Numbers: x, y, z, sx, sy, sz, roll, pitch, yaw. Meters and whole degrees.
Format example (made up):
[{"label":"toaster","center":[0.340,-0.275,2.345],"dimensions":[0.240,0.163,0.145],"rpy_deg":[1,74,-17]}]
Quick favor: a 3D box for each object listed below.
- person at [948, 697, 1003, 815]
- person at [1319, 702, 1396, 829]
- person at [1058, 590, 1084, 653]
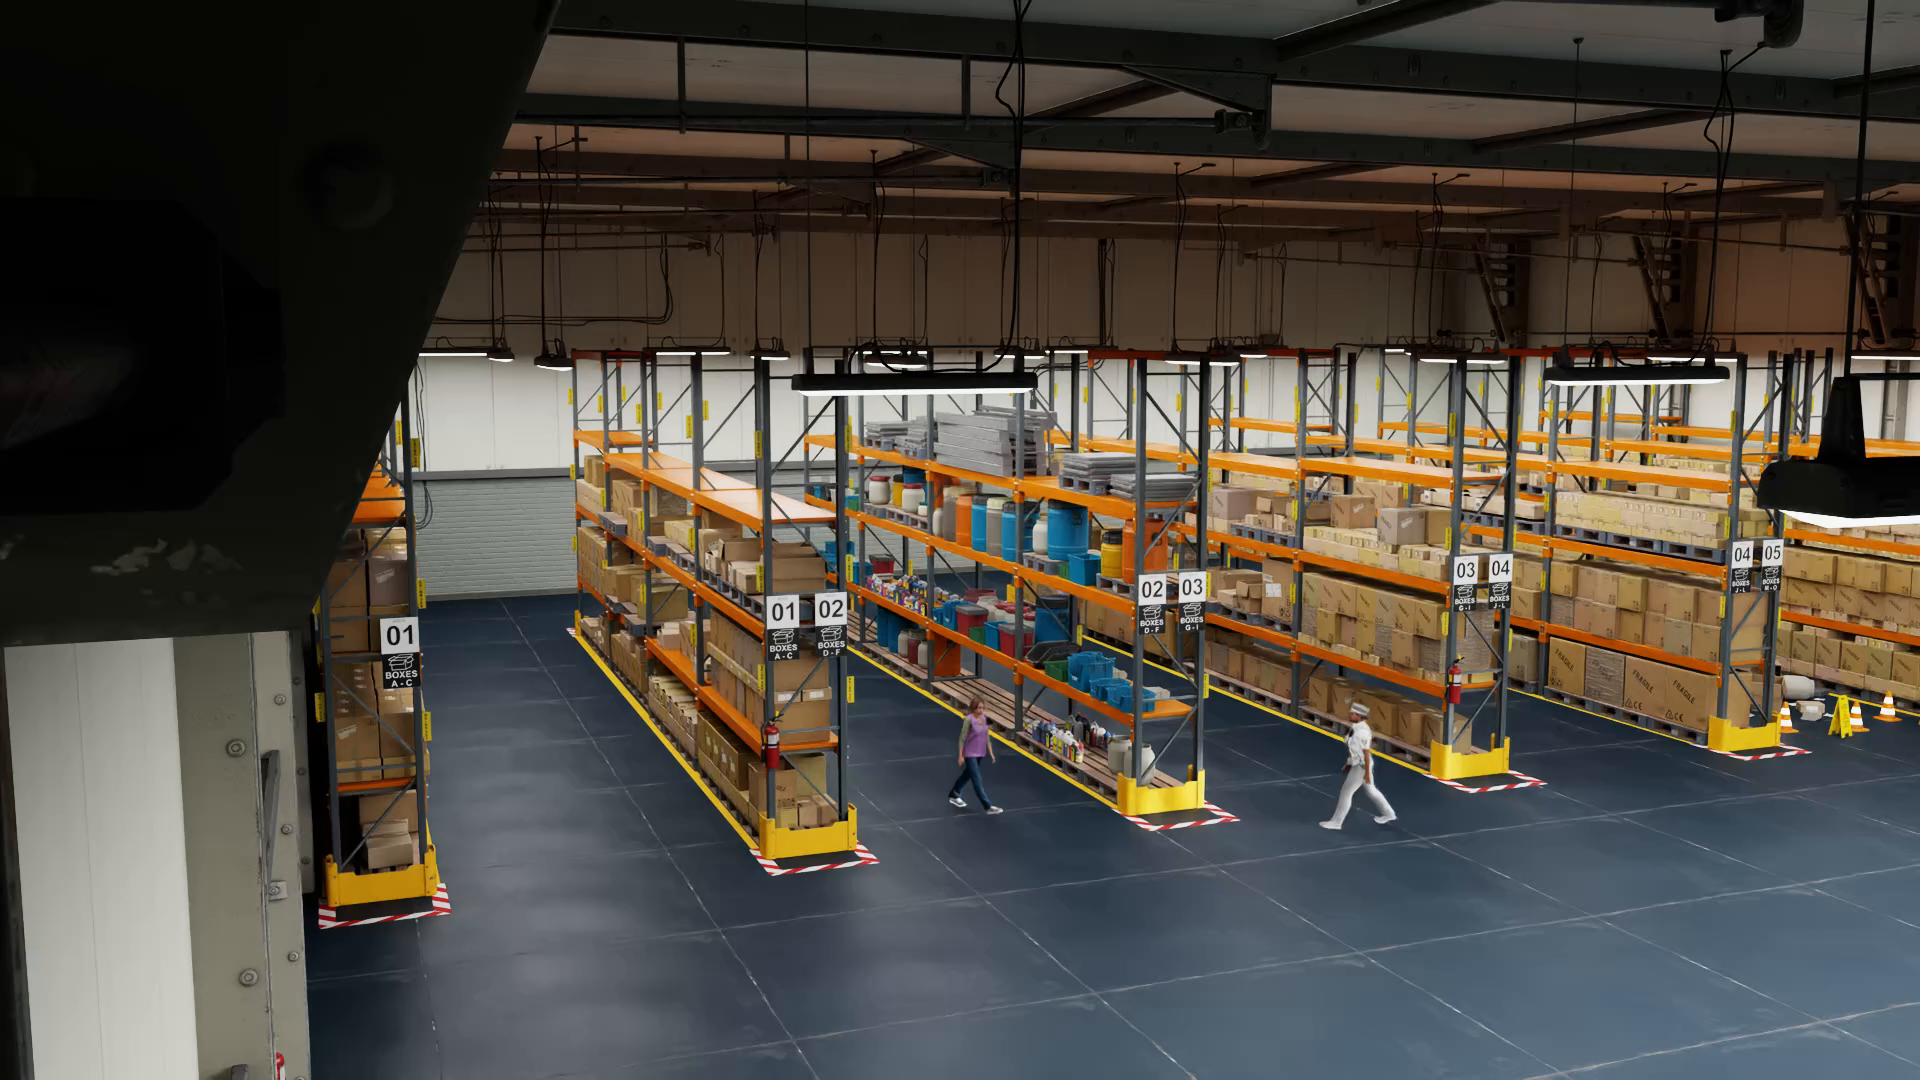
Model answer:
[{"label":"person","center":[0.232,2.830,21.906],"dimensions":[1.020,1.533,0.430],"rpy_deg":[5,9,34]},{"label":"person","center":[5.104,2.878,21.242],"dimensions":[1.041,1.627,0.460],"rpy_deg":[0,7,-3]},{"label":"person","center":[2.170,1.463,32.696],"dimensions":[0.536,1.645,0.506],"rpy_deg":[-3,8,-21]}]
